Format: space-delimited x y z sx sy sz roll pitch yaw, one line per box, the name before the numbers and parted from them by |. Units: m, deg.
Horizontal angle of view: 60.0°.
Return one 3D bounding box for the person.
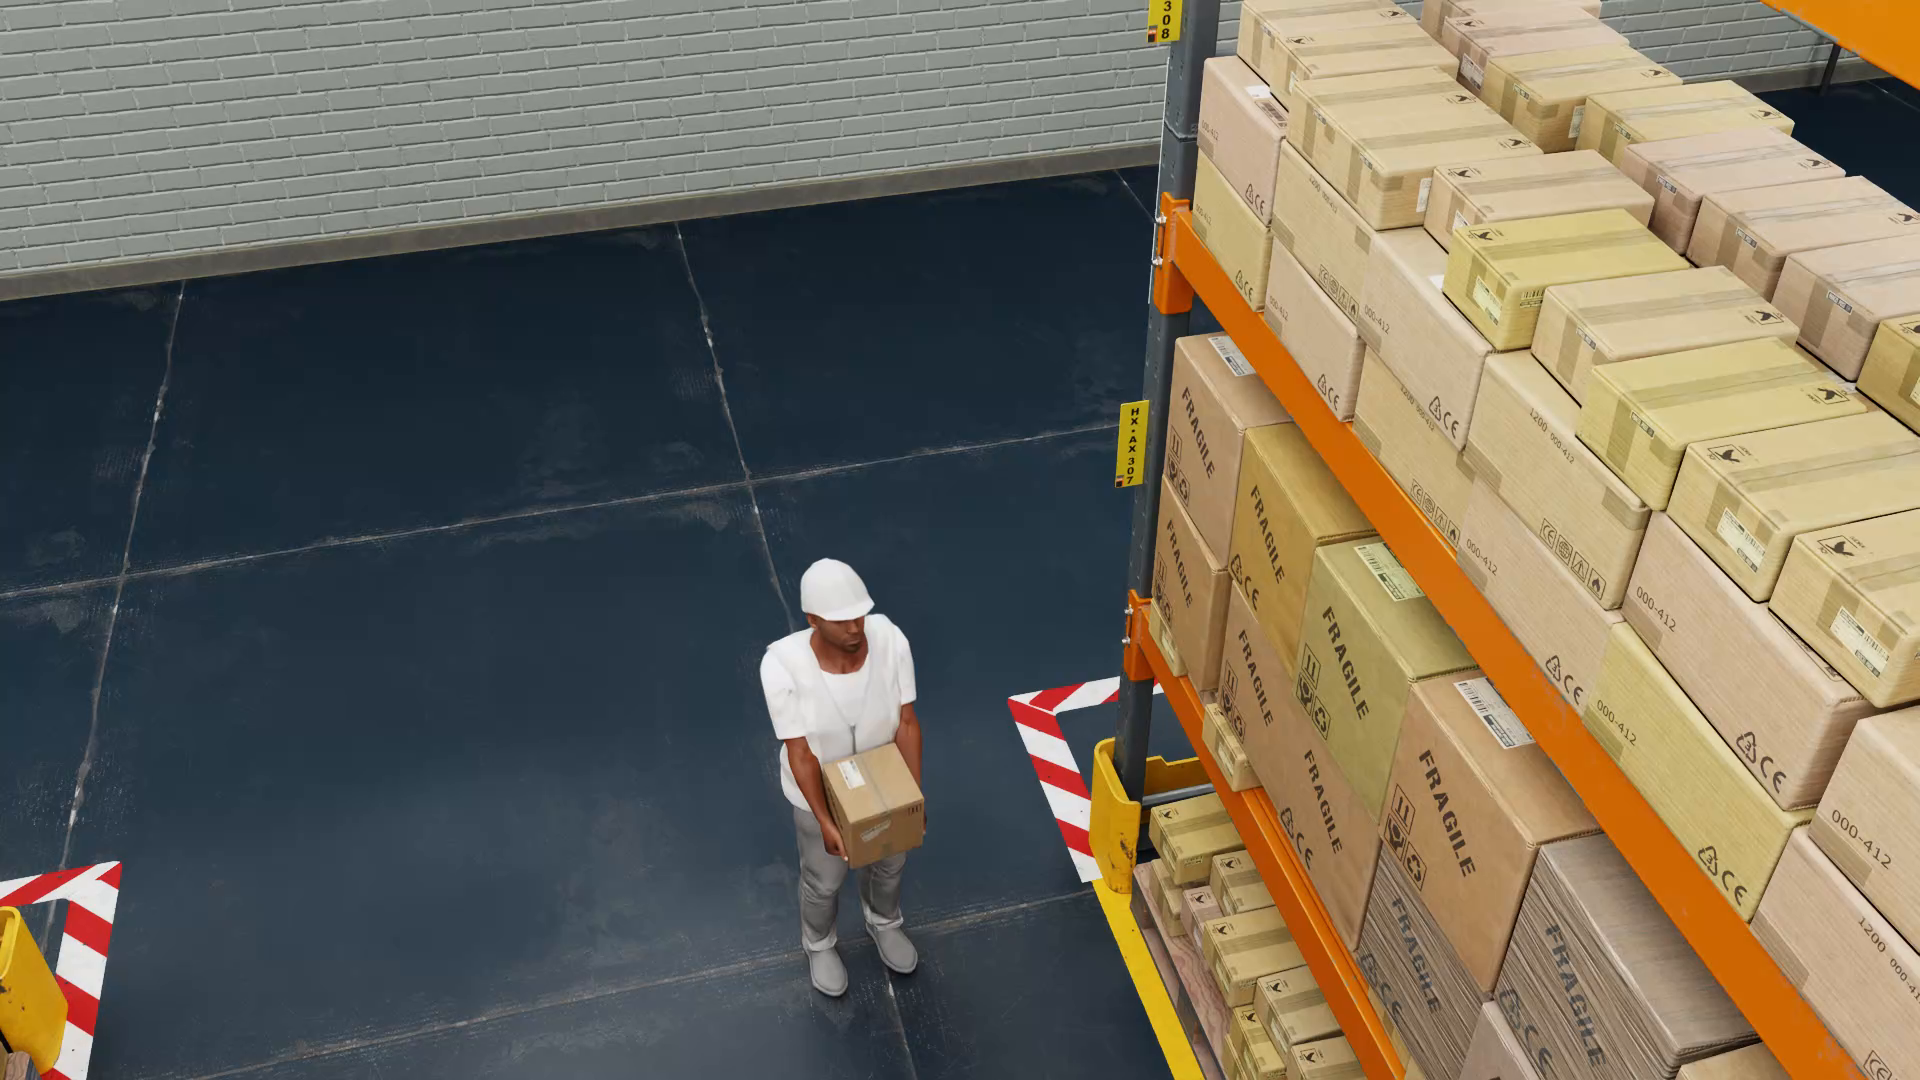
person | -0.342 0.870 5.587 0.502 1.758 0.577 -15 40 -19
